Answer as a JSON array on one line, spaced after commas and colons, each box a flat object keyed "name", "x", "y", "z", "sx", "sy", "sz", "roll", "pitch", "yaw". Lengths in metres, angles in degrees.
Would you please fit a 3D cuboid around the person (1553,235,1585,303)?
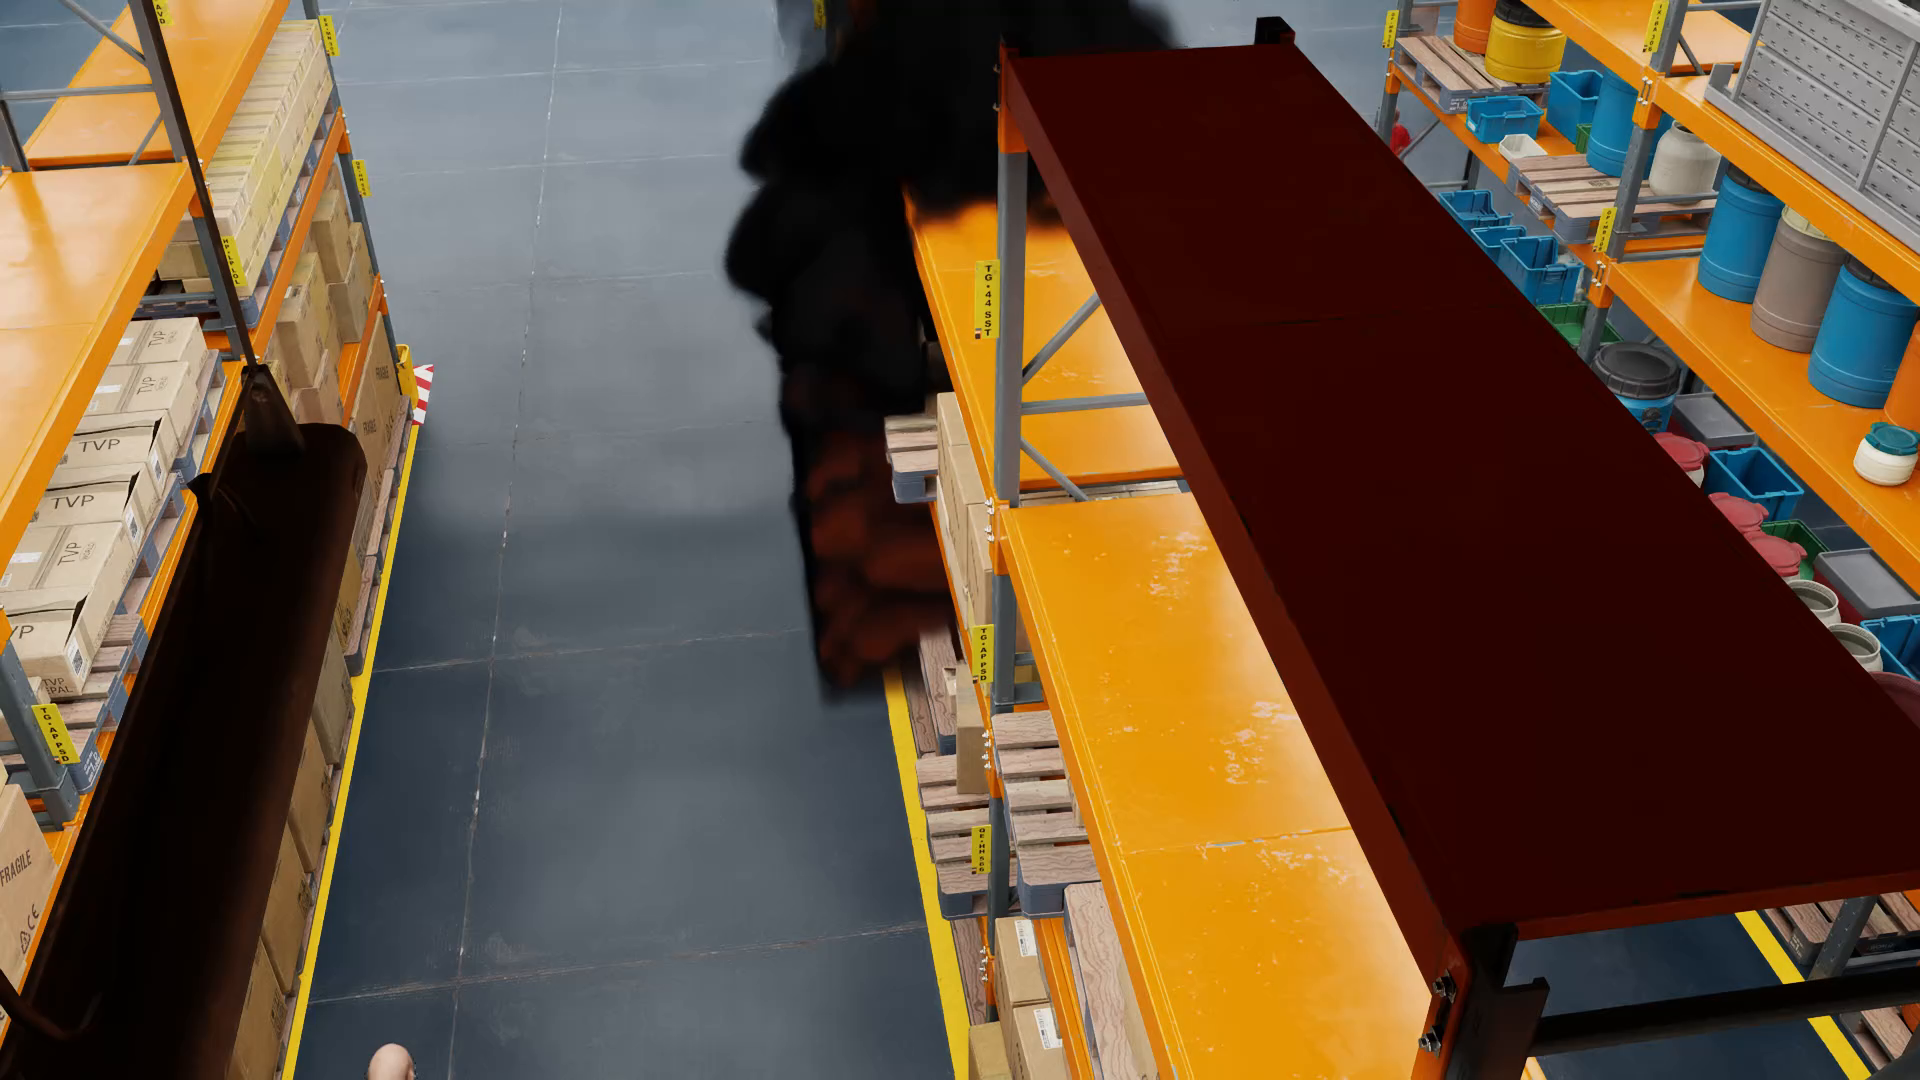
[{"name": "person", "x": 5.815, "y": -2.971, "z": 15.682, "sx": 0.645, "sy": 1.649, "sz": 0.564, "roll": -7, "pitch": 37, "yaw": -10}]

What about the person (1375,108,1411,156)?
[{"name": "person", "x": 4.323, "y": -3.625, "z": 16.985, "sx": 0.558, "sy": 1.684, "sz": 0.691, "roll": 19, "pitch": 40, "yaw": 24}]

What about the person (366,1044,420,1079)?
[{"name": "person", "x": -2.421, "y": 2.934, "z": 7.545, "sx": 0.688, "sy": 1.896, "sz": 0.817, "roll": -5, "pitch": 37, "yaw": -7}]
